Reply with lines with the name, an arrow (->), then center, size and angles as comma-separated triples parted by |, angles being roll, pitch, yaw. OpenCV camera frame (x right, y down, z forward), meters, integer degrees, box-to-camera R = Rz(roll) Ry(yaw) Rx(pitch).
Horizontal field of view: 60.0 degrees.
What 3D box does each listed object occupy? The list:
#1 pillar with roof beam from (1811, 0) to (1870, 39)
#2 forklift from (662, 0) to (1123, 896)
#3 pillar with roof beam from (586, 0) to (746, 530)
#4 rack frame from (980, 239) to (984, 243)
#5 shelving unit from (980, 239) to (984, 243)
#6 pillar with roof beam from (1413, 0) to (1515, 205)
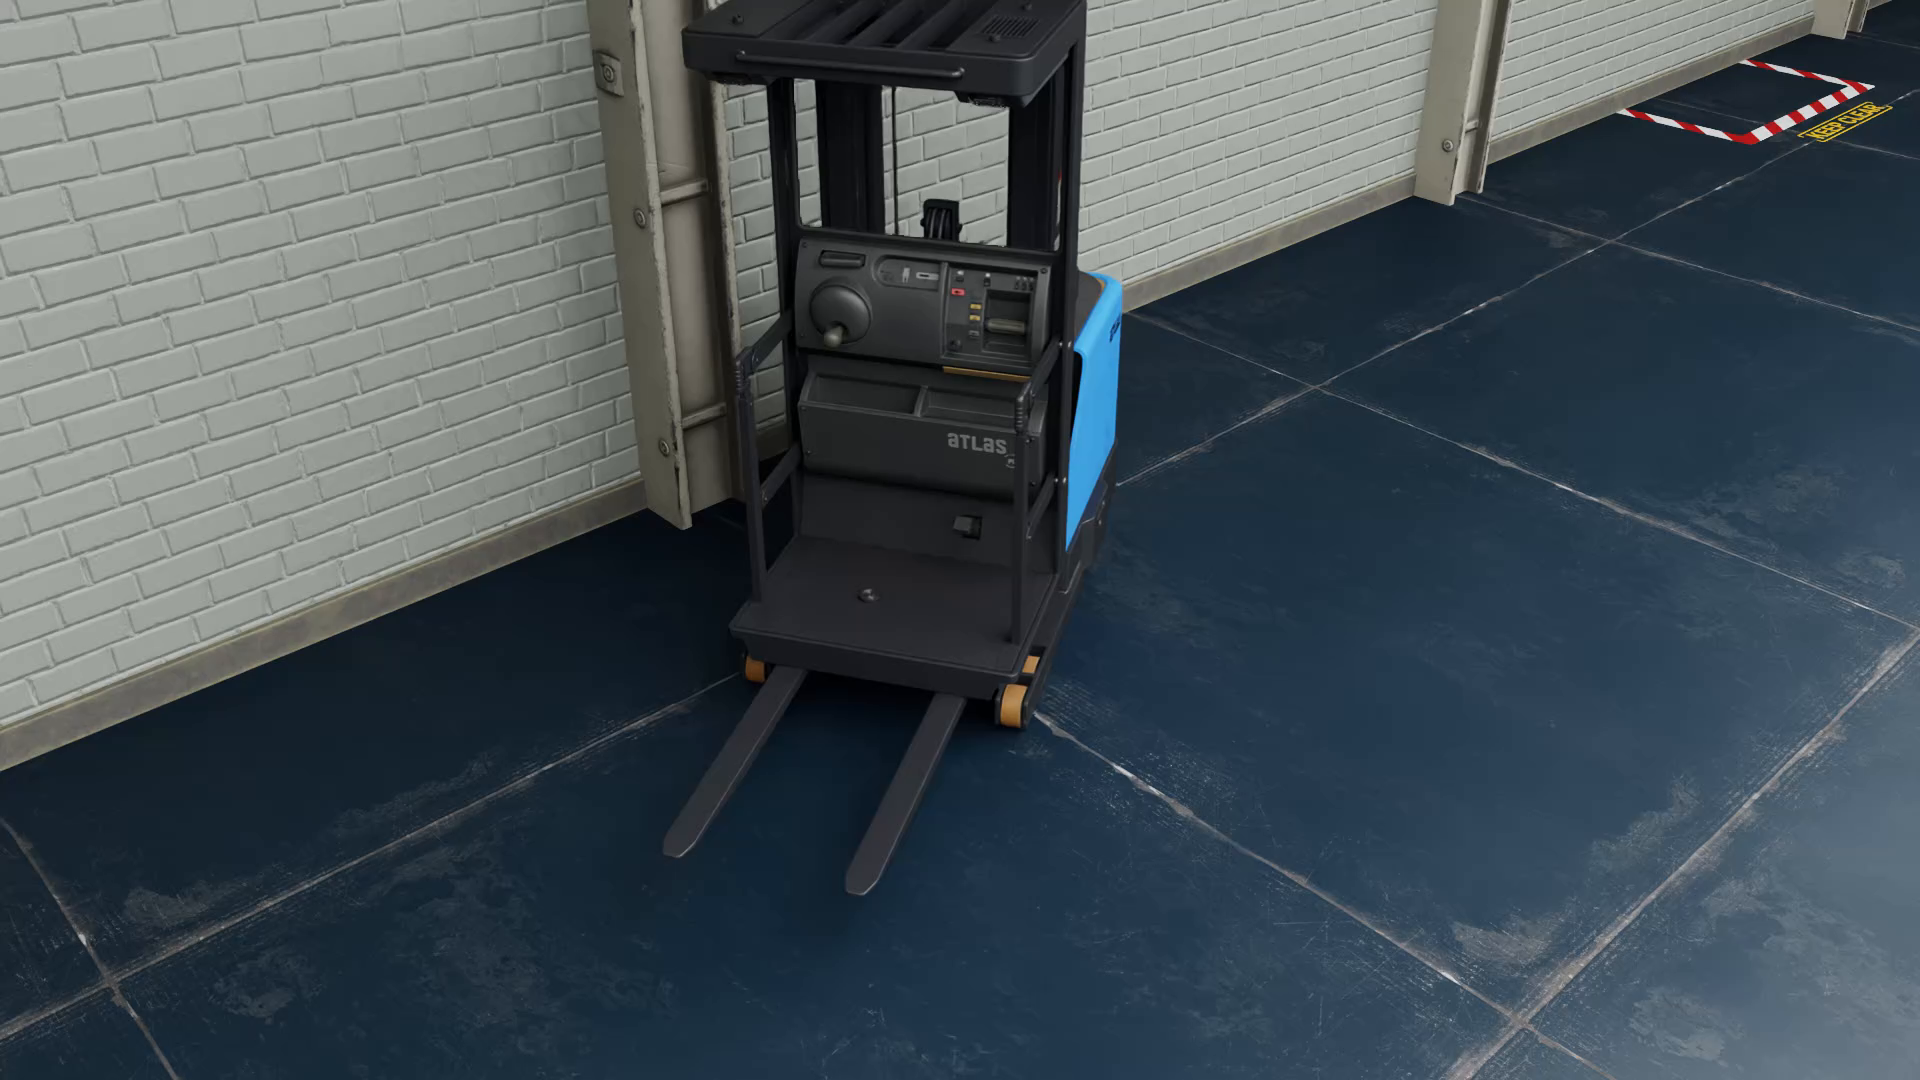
pillar with roof beam -> 10.545, -6.621, 9.452 | 0.400, 9.000, 9.100 | -26, 40, -35
forklift -> -0.197, -0.786, 5.726 | 1.130, 2.935, 3.031 | 9, 32, 14
pillar with roof beam -> 1.746, -2.364, 2.491 | 0.400, 9.000, 9.100 | -26, 40, -35
rack frame -> 0.186, -0.885, 7.691 | 0.200, 1.050, 0.008 | 9, 32, 14
shelving unit -> 0.152, -0.824, 7.591 | 0.215, 1.050, 0.252 | 9, 32, 14
pillar with roof beam -> 6.145, -4.493, 5.971 | 0.400, 9.000, 9.100 | -26, 40, -35
